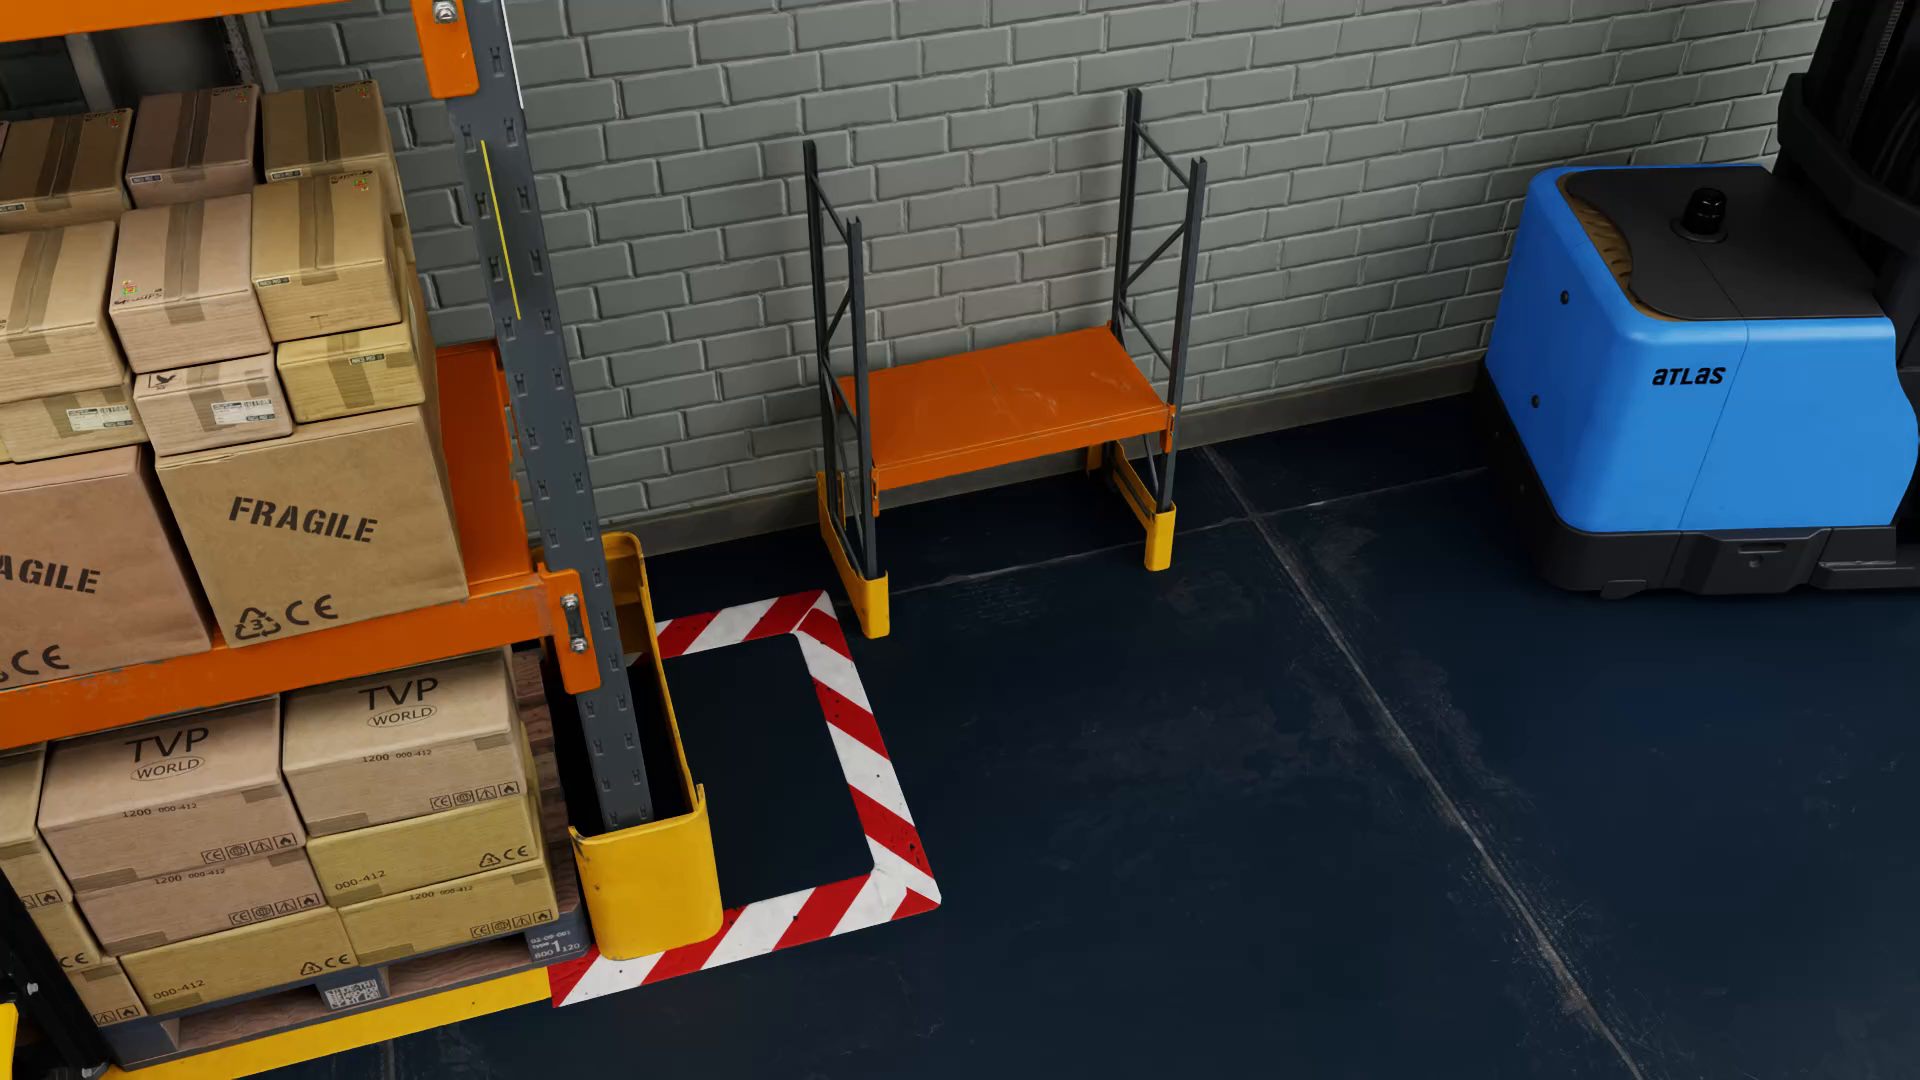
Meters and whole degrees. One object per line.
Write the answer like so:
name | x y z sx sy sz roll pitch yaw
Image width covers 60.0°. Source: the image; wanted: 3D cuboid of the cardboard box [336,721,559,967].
cardboard box | -1.347 0.783 4.344 0.500 0.250 0.500 -11 42 -13

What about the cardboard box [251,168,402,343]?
cardboard box | -1.272 -0.576 3.335 0.250 0.149 0.380 -12 42 -13

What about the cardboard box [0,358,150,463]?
cardboard box | -1.741 -0.341 3.291 0.250 0.149 0.380 -11 42 -12

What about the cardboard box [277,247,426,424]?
cardboard box | -1.240 -0.423 3.385 0.250 0.149 0.380 -11 42 -12

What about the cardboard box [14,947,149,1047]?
cardboard box | -2.304 0.969 4.132 0.500 0.250 0.500 -11 42 -13

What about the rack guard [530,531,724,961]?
rack guard | -0.971 0.551 4.739 0.348 0.500 1.175 -12 42 -13

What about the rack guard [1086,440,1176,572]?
rack guard | 0.585 -0.175 5.760 0.087 0.250 0.587 -13 43 -14

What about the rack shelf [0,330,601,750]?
rack shelf | -2.901 0.281 3.695 4.000 0.370 1.077 -12 42 -13

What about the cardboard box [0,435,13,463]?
cardboard box | -1.981 -0.299 3.243 0.250 0.149 0.380 -12 43 -13

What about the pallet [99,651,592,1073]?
pallet | -1.711 0.842 4.625 1.213 0.211 1.003 -12 42 -13

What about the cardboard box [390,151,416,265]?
cardboard box | -1.395 -0.763 3.774 0.250 0.149 0.380 -13 43 -14

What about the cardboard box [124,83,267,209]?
cardboard box | -1.651 -0.834 3.629 0.250 0.149 0.380 -10 42 -12

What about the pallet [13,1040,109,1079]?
pallet | -2.872 1.081 4.352 1.213 0.211 1.003 -12 42 -13

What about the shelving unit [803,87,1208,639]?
shelving unit | 0.114 -0.539 5.227 1.083 1.500 0.587 -13 43 -14

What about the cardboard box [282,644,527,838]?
cardboard box | -1.339 0.402 4.020 0.500 0.250 0.500 -10 42 -12

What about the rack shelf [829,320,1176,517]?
rack shelf | 0.123 -0.405 5.347 1.000 0.185 0.538 -13 43 -14

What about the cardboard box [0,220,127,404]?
cardboard box | -1.739 -0.439 3.178 0.250 0.149 0.380 -11 42 -12

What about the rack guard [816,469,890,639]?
rack guard | -0.357 0.039 5.516 0.087 0.250 0.587 -13 43 -14

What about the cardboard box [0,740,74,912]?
cardboard box | -2.303 0.613 3.779 0.500 0.250 0.500 -11 42 -13

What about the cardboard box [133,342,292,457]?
cardboard box | -1.475 -0.354 3.306 0.250 0.149 0.380 -11 42 -12

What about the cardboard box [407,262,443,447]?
cardboard box | -1.550 -0.499 3.966 0.500 0.500 0.500 -10 42 -12

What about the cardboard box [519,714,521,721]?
cardboard box | -1.521 0.466 4.707 0.500 0.250 0.500 -12 42 -13

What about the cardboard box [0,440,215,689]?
cardboard box | -1.882 -0.064 3.468 0.500 0.500 0.500 -10 42 -12

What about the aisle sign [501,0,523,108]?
aisle sign | -0.843 -1.193 2.860 0.004 0.787 0.394 -12 42 -13

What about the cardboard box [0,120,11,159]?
cardboard box | -2.126 -0.716 3.494 0.250 0.149 0.380 -11 42 -13

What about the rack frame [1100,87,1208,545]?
rack frame | 0.603 -0.650 5.354 0.032 1.500 0.500 -13 43 -14

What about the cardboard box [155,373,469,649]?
cardboard box | -1.384 -0.161 3.578 0.500 0.500 0.500 -13 43 -14

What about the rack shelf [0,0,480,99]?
rack shelf | -2.901 -0.849 2.708 4.000 0.370 1.077 -12 42 -13

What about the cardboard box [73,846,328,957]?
cardboard box | -1.846 0.689 4.073 0.500 0.250 0.500 -12 43 -13

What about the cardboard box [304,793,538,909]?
cardboard box | -1.364 0.596 4.178 0.500 0.250 0.500 -12 43 -14

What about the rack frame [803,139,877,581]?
rack frame | -0.358 -0.432 5.104 0.032 1.500 0.500 -13 43 -14

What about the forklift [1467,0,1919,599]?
forklift | 3.413 -1.266 4.971 3.031 2.935 1.130 -2 41 -2

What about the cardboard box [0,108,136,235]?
cardboard box | -1.885 -0.755 3.540 0.250 0.149 0.380 -11 42 -12

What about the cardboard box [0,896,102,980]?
cardboard box | -2.332 0.804 3.941 0.500 0.250 0.500 -13 43 -14

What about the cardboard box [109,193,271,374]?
cardboard box | -1.498 -0.508 3.256 0.250 0.149 0.380 -12 42 -13

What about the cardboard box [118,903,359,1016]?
cardboard box | -1.824 0.876 4.239 0.500 0.250 0.500 -12 42 -13

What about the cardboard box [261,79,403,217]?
cardboard box | -1.378 -0.847 3.644 0.250 0.149 0.380 -12 43 -14

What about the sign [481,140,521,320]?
sign | -0.844 -0.567 3.059 0.005 0.325 0.100 -12 42 -13

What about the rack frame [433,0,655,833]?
rack frame | -0.994 -0.385 3.911 0.127 3.000 1.000 -12 42 -13

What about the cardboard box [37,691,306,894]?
cardboard box | -1.824 0.507 3.901 0.500 0.250 0.500 -11 42 -12
